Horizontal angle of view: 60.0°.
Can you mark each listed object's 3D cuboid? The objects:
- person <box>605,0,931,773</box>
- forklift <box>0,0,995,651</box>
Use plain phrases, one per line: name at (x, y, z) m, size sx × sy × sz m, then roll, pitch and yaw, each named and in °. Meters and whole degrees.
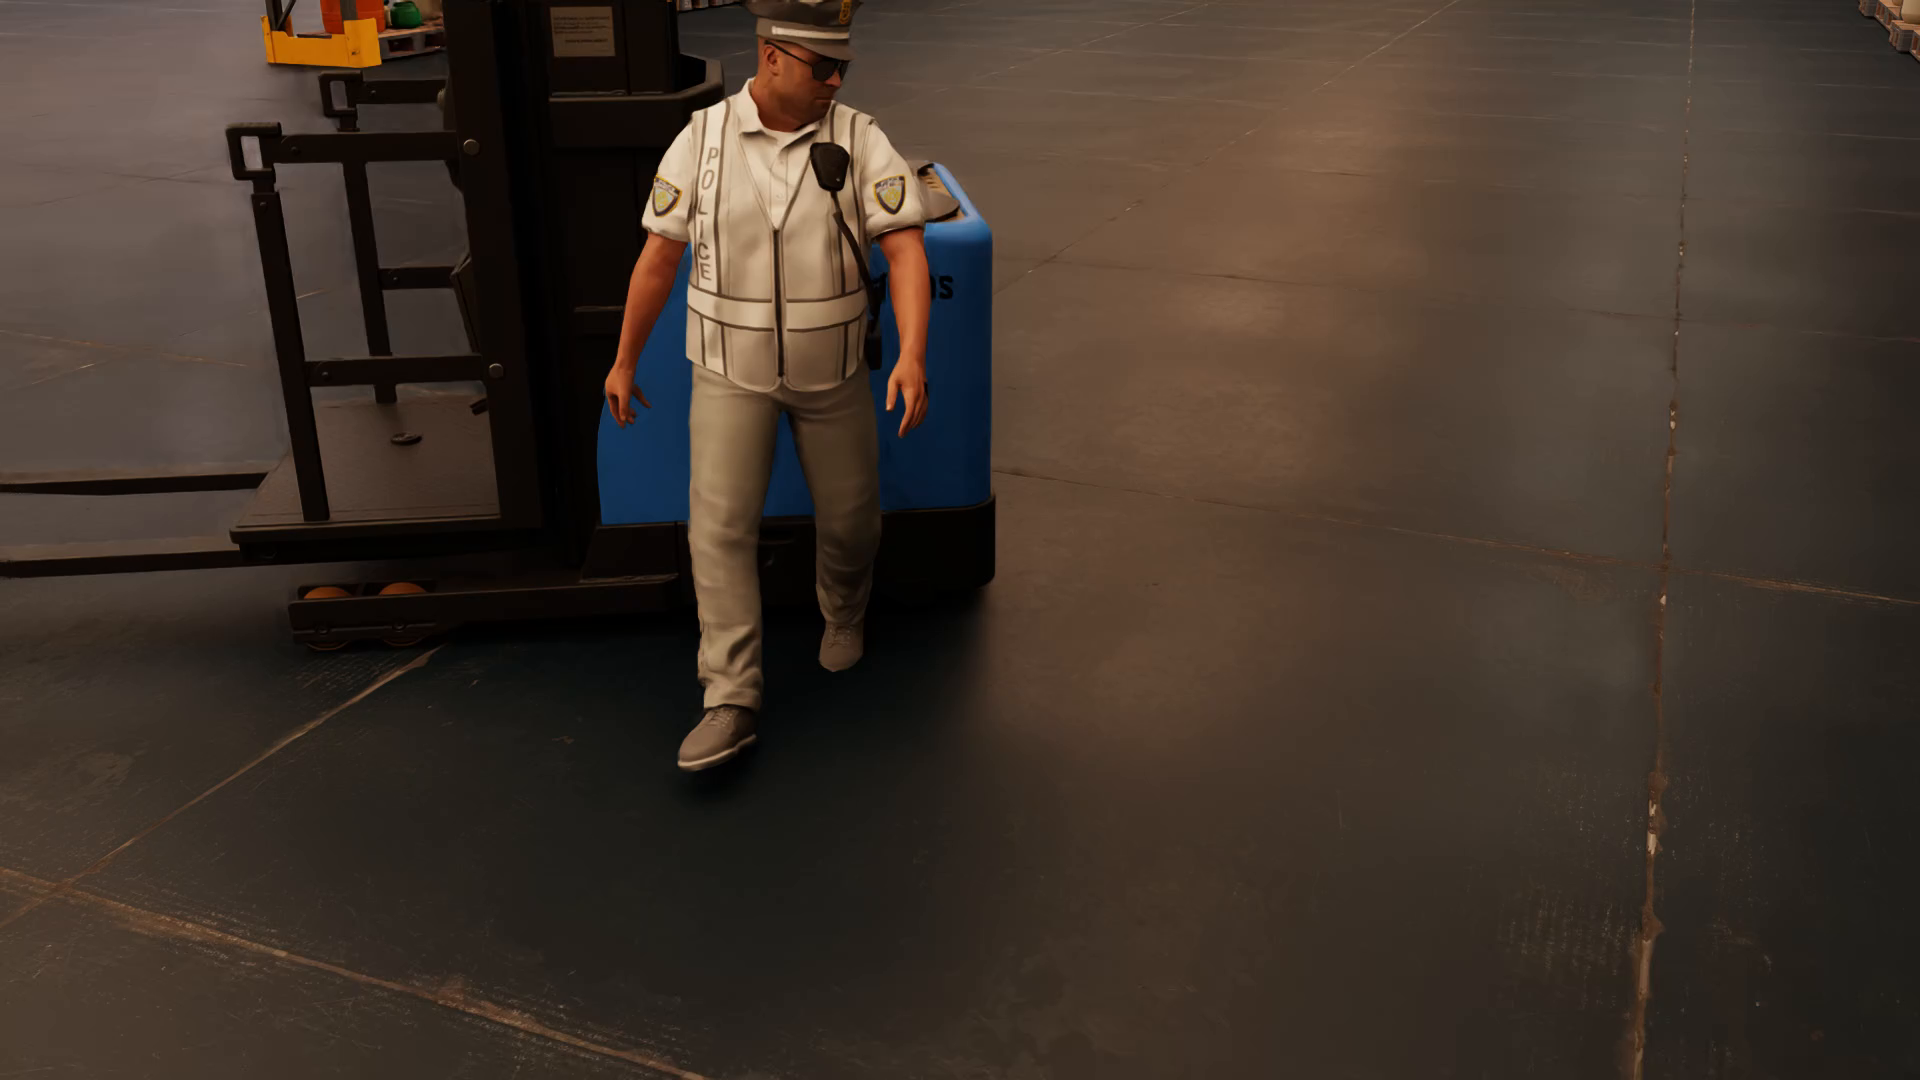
person at (-0.440, -0.339, 3.782) m, size 0.747 × 1.737 × 0.939 m, roll -3°, pitch 23°, yaw -7°
forklift at (-1.461, -1.276, 4.346) m, size 3.031 × 2.935 × 1.130 m, roll -3°, pitch 23°, yaw -7°
